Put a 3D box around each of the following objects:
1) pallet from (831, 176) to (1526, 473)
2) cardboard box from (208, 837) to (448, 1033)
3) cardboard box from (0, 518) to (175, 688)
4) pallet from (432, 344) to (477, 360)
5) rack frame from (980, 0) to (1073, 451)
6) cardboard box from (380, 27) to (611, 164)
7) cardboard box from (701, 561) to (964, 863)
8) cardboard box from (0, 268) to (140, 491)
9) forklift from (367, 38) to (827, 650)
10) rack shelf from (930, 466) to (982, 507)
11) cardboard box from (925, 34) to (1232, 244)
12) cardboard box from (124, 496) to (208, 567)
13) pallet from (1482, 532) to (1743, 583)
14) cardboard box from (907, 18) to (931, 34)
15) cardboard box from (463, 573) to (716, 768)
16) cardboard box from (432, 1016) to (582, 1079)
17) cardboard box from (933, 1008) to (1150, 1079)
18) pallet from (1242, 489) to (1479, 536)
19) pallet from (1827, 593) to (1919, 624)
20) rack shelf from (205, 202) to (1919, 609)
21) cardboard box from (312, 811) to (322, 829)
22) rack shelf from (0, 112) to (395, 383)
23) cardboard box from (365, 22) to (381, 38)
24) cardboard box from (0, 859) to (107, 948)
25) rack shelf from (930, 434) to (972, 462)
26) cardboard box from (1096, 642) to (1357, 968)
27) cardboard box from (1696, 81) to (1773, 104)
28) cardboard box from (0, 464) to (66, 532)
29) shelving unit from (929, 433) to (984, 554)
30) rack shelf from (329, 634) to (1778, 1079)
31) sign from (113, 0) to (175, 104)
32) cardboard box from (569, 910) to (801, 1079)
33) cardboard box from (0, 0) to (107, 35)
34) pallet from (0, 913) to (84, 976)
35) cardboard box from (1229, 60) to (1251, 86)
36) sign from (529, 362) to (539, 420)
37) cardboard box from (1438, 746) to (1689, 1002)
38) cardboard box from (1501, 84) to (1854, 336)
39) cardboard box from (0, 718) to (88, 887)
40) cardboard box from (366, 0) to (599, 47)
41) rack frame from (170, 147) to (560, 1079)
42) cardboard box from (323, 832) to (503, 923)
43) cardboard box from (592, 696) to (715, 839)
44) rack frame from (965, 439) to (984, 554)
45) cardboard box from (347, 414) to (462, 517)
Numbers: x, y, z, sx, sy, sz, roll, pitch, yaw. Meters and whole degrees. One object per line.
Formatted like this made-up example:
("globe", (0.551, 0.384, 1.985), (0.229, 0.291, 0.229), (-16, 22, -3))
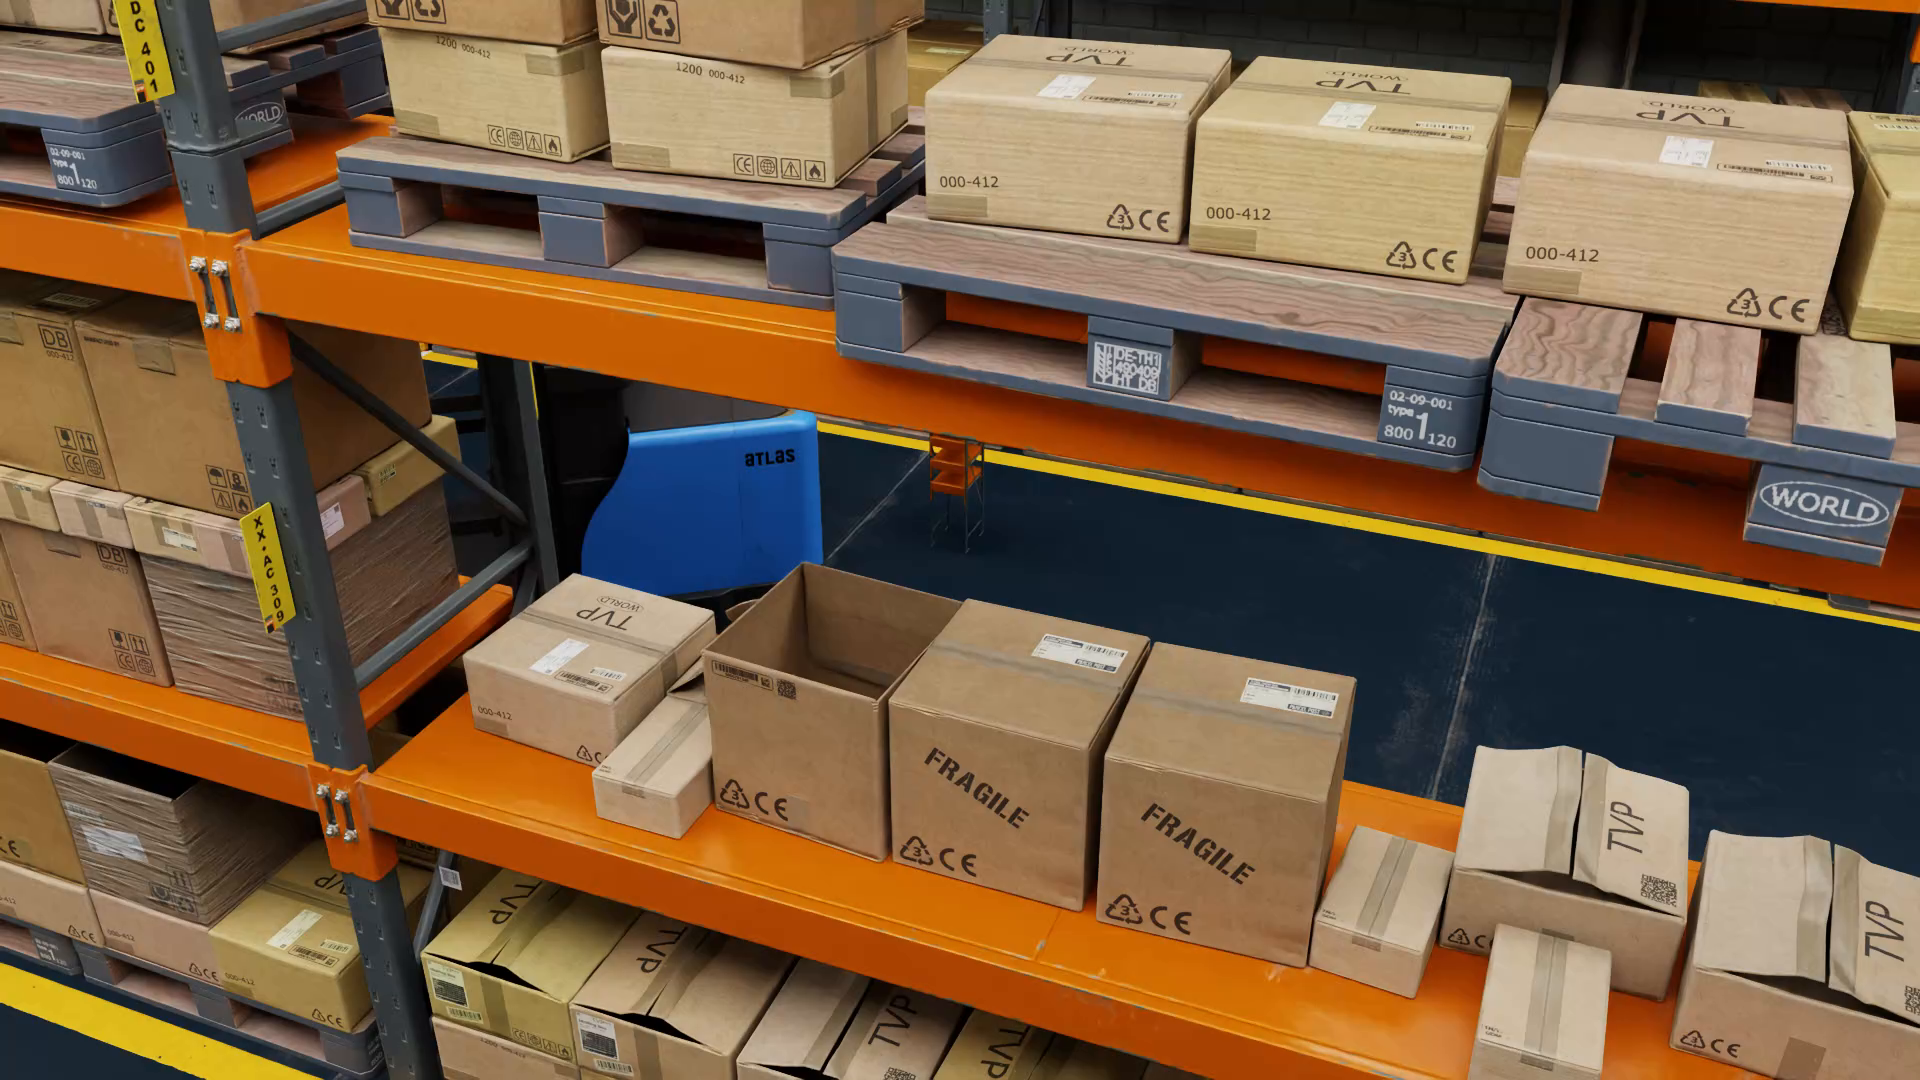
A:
("pallet", (0.503, -0.545, 3.309), (1.213, 0.211, 1.003), (13, 32, 21))
("cardboard box", (-2.016, 1.257, 5.345), (0.500, 0.250, 0.500), (11, 31, 19))
("cardboard box", (-2.409, 0.012, 5.079), (0.500, 0.500, 0.700), (11, 31, 19))
("pallet", (-2.542, -1.376, 10.469), (1.213, 0.211, 1.003), (11, 31, 19))
("rack frame", (0.355, -2.030, 8.793), (0.127, 3.000, 1.000), (11, 31, 19))
("cardboard box", (-0.937, -1.076, 3.782), (0.500, 0.250, 0.500), (15, 33, 24))
("cardboard box", (-0.311, 0.433, 4.334), (0.500, 0.500, 0.500), (14, 32, 23))
("cardboard box", (-2.386, -0.551, 4.756), (0.500, 0.500, 0.700), (11, 31, 19))
("forklift", (-2.168, -0.911, 6.882), (3.031, 2.935, 1.130), (-7, 30, -12))
("rack shelf", (-0.013, -0.277, 8.099), (0.180, 0.103, 0.258), (11, 31, 19))
("cardboard box", (0.245, -0.812, 3.316), (0.500, 0.250, 0.500), (9, 31, 15))
("cardboard box", (-2.065, -0.096, 4.610), (0.250, 0.149, 0.380), (11, 31, 18))
("pallet", (3.338, -0.221, 8.427), (1.213, 0.211, 1.003), (11, 31, 19))
("cardboard box", (-0.480, -2.579, 9.135), (0.500, 0.500, 0.500), (11, 31, 19))
("cardboard box", (-1.032, 0.366, 4.707), (0.500, 0.250, 0.500), (13, 32, 22))
("cardboard box", (-1.224, 1.431, 5.037), (0.500, 0.250, 0.500), (11, 31, 18))
("cardboard box", (0.210, 1.473, 4.393), (0.500, 0.311, 0.500), (12, 32, 20))
("pallet", (2.211, -0.448, 8.828), (1.213, 0.211, 1.003), (11, 31, 19))
("pallet", (4.764, 0.104, 7.851), (1.213, 0.211, 1.003), (11, 31, 19))
("rack shelf", (0.349, -0.393, 3.580), (4.000, 0.370, 1.077), (11, 31, 19))
("cardboard box", (-2.282, 0.600, 5.746), (0.500, 0.500, 0.500), (11, 31, 19))
("rack shelf", (-3.357, -1.133, 4.889), (4.000, 0.370, 1.077), (11, 31, 19))
("cardboard box", (-3.022, -2.815, 9.551), (0.500, 0.500, 0.500), (11, 31, 19))
("cardboard box", (-2.945, 1.075, 5.668), (0.500, 0.250, 0.500), (11, 31, 19))
("rack shelf", (-0.013, -0.486, 7.981), (0.180, 0.103, 0.258), (11, 31, 19))
("cardboard box", (0.641, 0.623, 3.998), (0.500, 0.500, 0.500), (10, 31, 16))
("cardboard box", (3.427, -1.910, 7.373), (0.250, 0.149, 0.380), (6, 30, 11))
("cardboard box", (-2.552, -0.191, 4.779), (0.250, 0.149, 0.380), (11, 31, 19))
("shelving unit", (-0.013, -0.525, 7.959), (0.189, 1.200, 0.258), (11, 31, 19))
("rack shelf", (0.349, 0.913, 4.318), (4.000, 0.370, 1.077), (11, 31, 19))
("sign", (-1.711, -1.083, 3.463), (0.005, 0.325, 0.100), (11, 31, 19))
("cardboard box", (-0.753, 1.284, 4.727), (0.500, 0.311, 0.500), (11, 31, 19))
("cardboard box", (-2.372, -1.595, 4.496), (0.500, 0.311, 0.500), (10, 31, 16))
("pallet", (-3.360, 1.052, 6.174), (1.213, 0.211, 1.003), (11, 31, 19))
("cardboard box", (1.329, -2.049, 8.277), (0.500, 0.500, 0.700), (15, 33, 24))
("sign", (-1.309, -0.489, 4.971), (0.005, 0.325, 0.100), (11, 31, 19))
("cardboard box", (1.446, 0.754, 3.957), (0.500, 0.311, 0.500), (11, 31, 19))
("cardboard box", (1.268, -0.601, 2.942), (0.500, 0.250, 0.500), (12, 32, 20))
("cardboard box", (-2.940, 0.742, 5.494), (0.500, 0.500, 0.500), (11, 31, 19))
("cardboard box", (-0.947, -1.388, 3.573), (0.500, 0.500, 0.500), (12, 32, 20))
("rack frame", (-1.504, 0.229, 4.796), (0.127, 3.000, 1.000), (11, 31, 19))
("cardboard box", (-1.820, 1.020, 5.765), (0.500, 0.250, 0.500), (11, 31, 19))
("cardboard box", (-0.760, 0.596, 4.403), (0.250, 0.149, 0.380), (11, 31, 19))
("rack frame", (0.071, -0.508, 7.930), (0.006, 1.200, 0.240), (11, 31, 19))
("cardboard box", (-1.680, -0.235, 4.856), (0.250, 0.149, 0.380), (11, 31, 19))
